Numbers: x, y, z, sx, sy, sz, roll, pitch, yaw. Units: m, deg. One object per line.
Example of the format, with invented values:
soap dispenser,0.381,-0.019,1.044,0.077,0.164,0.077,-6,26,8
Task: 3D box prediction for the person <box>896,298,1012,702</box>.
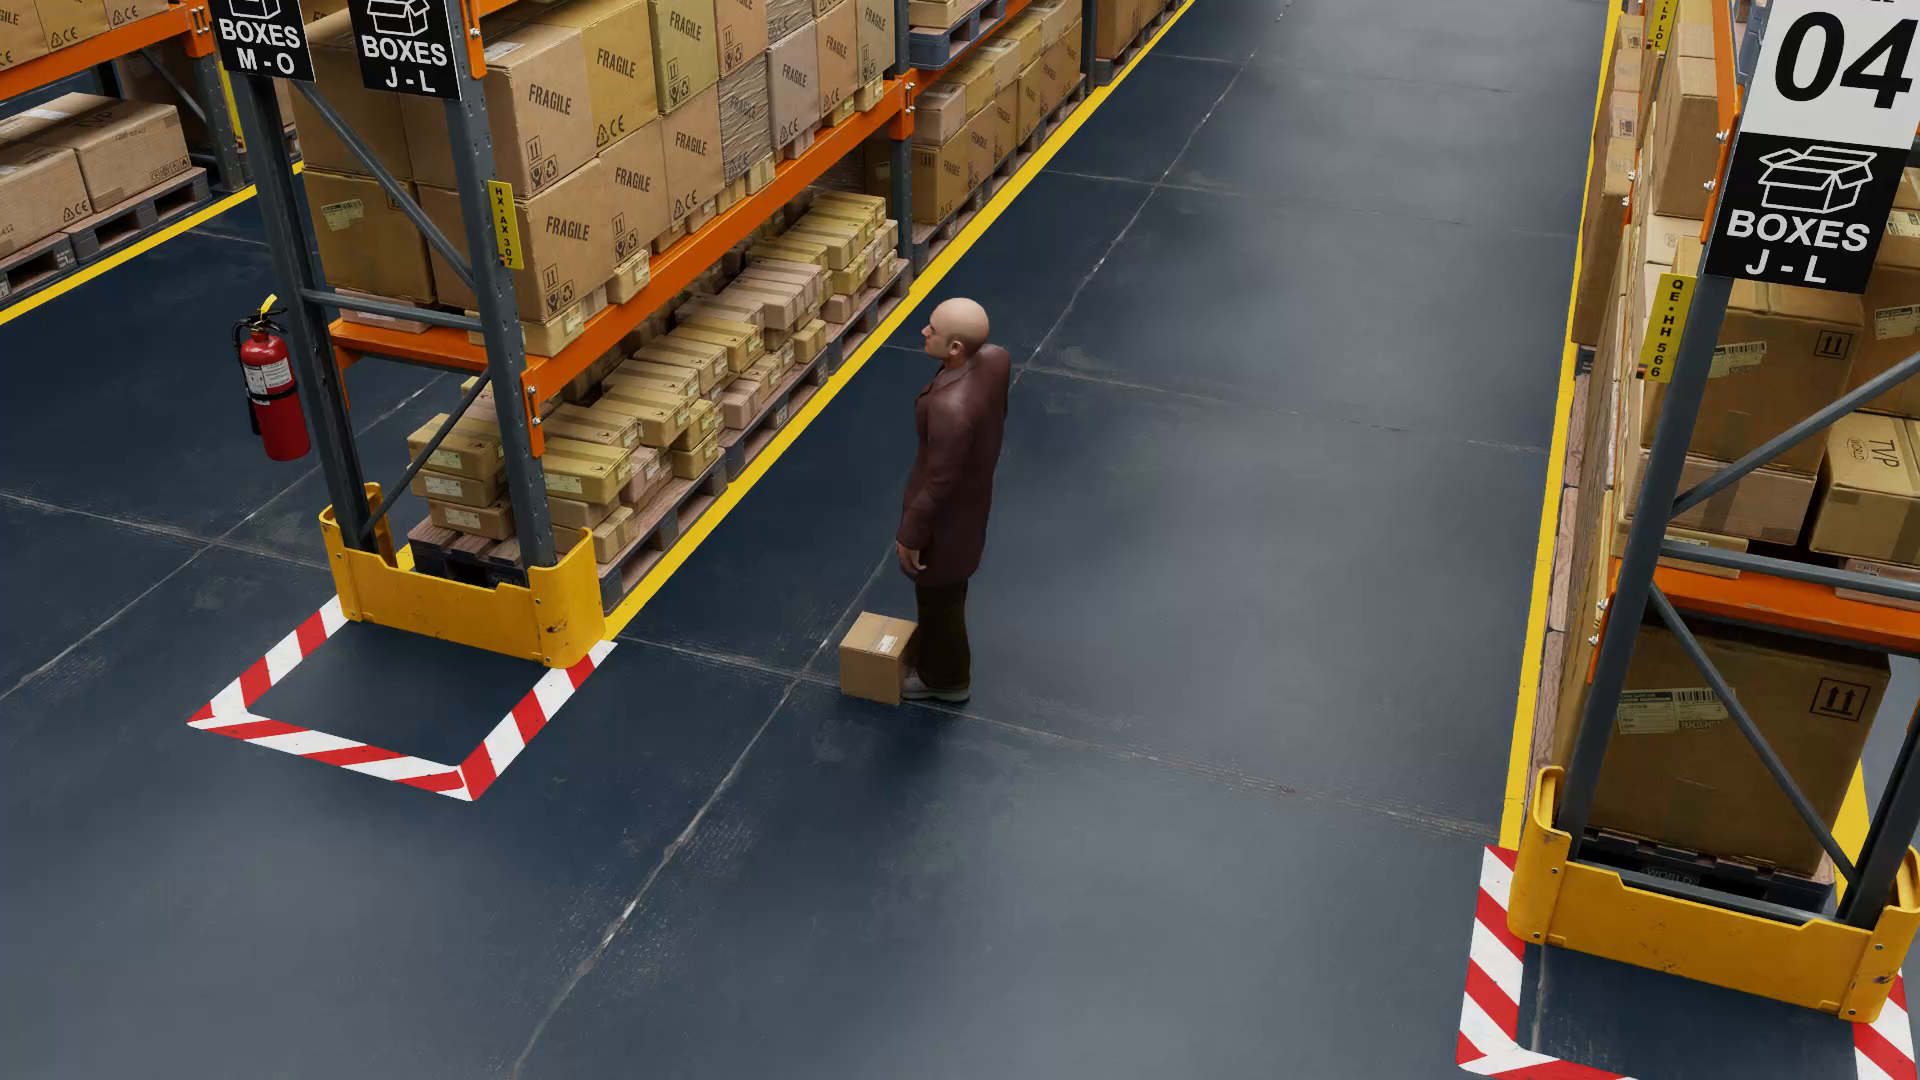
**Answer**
person,-0.140,-0.140,6.355,0.579,1.778,0.696,11,34,17
